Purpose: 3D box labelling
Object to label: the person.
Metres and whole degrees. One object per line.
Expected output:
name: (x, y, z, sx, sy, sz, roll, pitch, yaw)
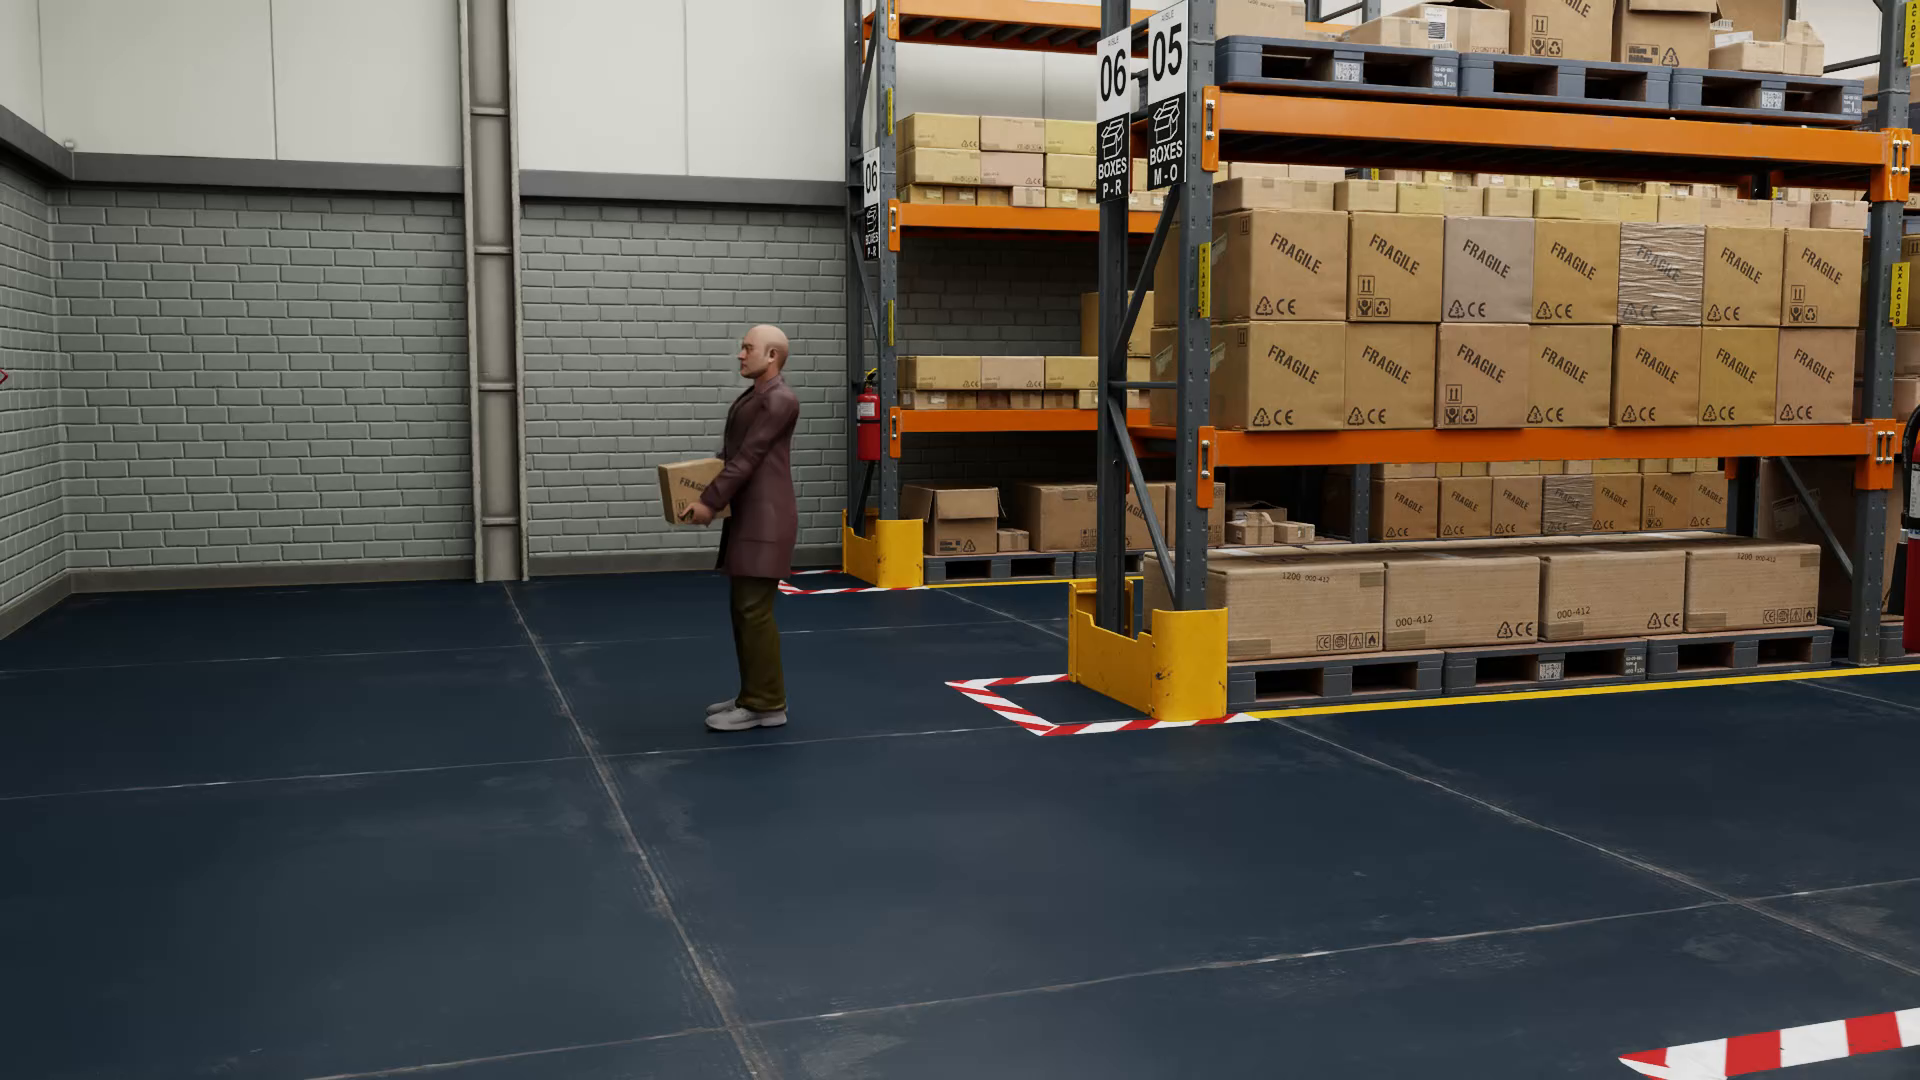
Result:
person: (-0.994, -0.051, 7.372, 0.545, 1.764, 0.524, -2, 6, -19)
